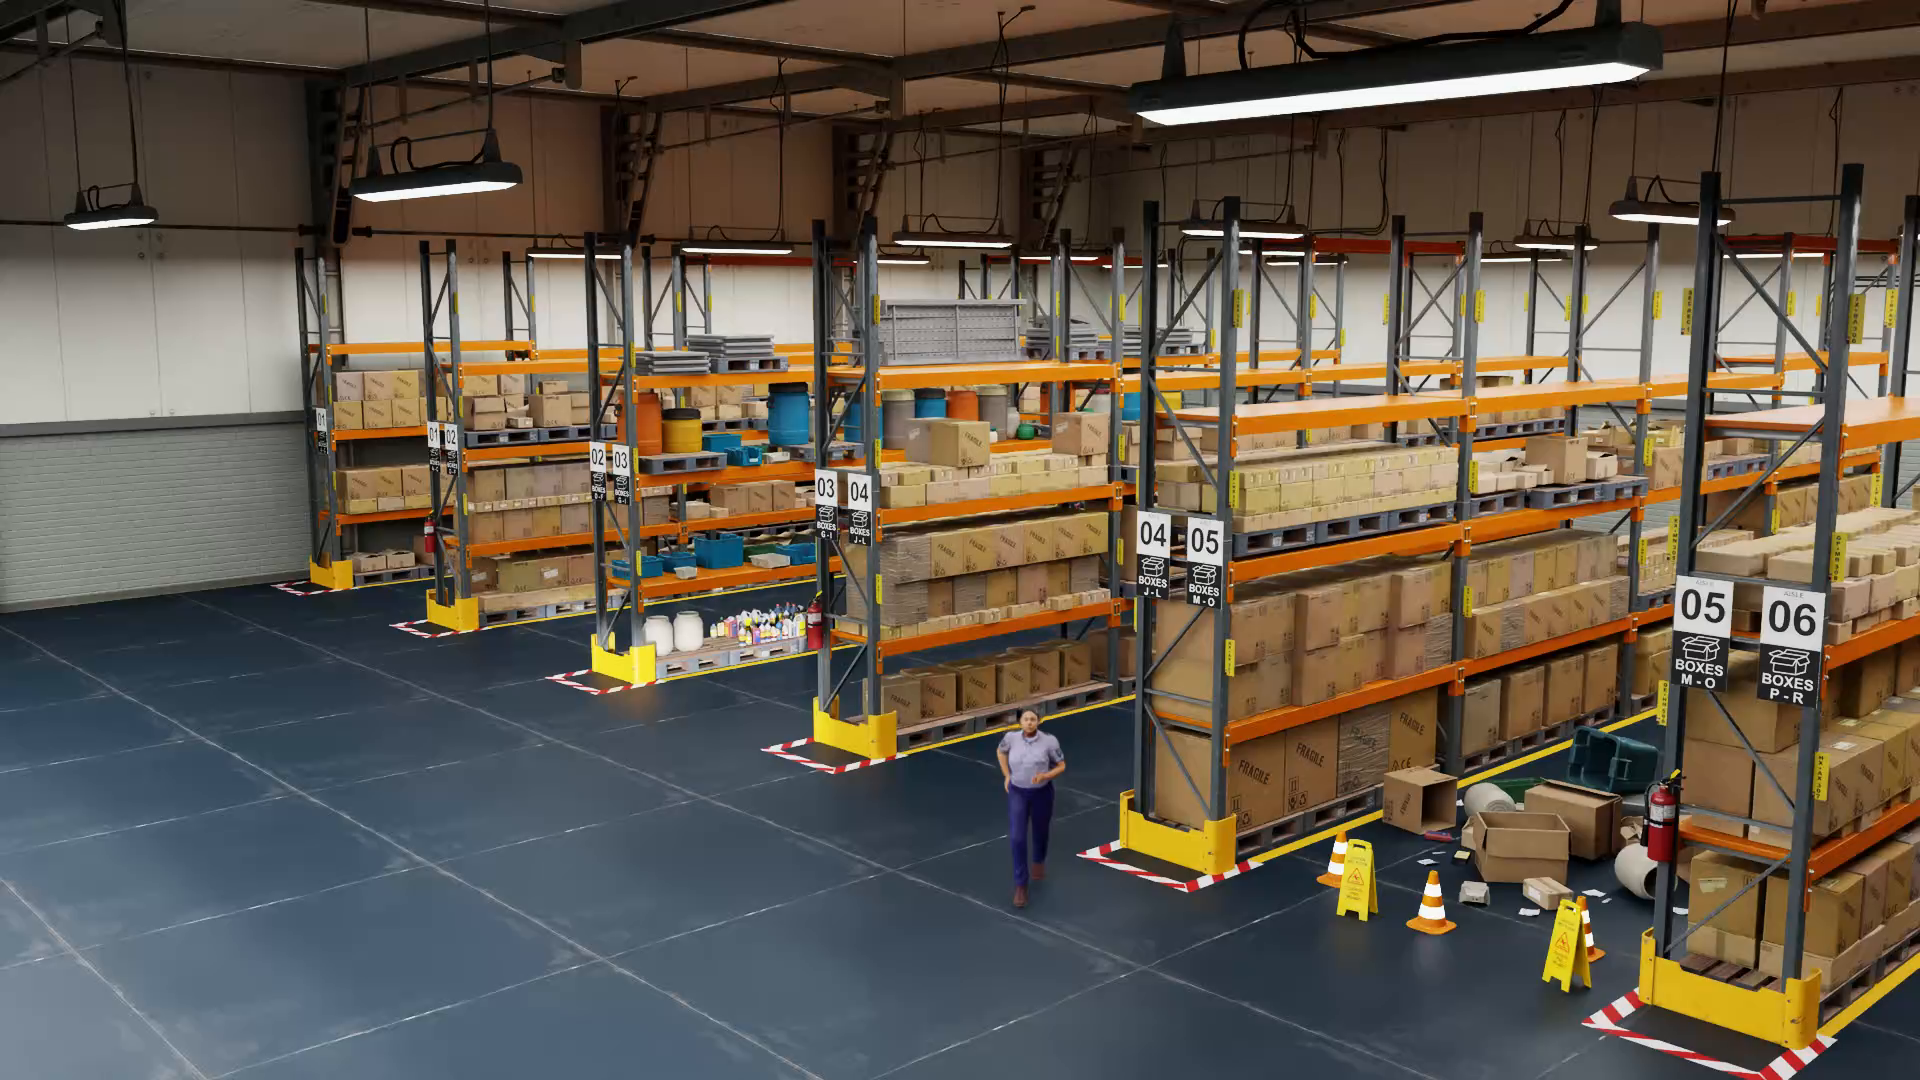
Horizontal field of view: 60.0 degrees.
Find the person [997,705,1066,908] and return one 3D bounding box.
[{"bbox_3d":[0.611,2.238,14.409,0.606,1.666,0.848,1,8,4],"label":"person"}]
